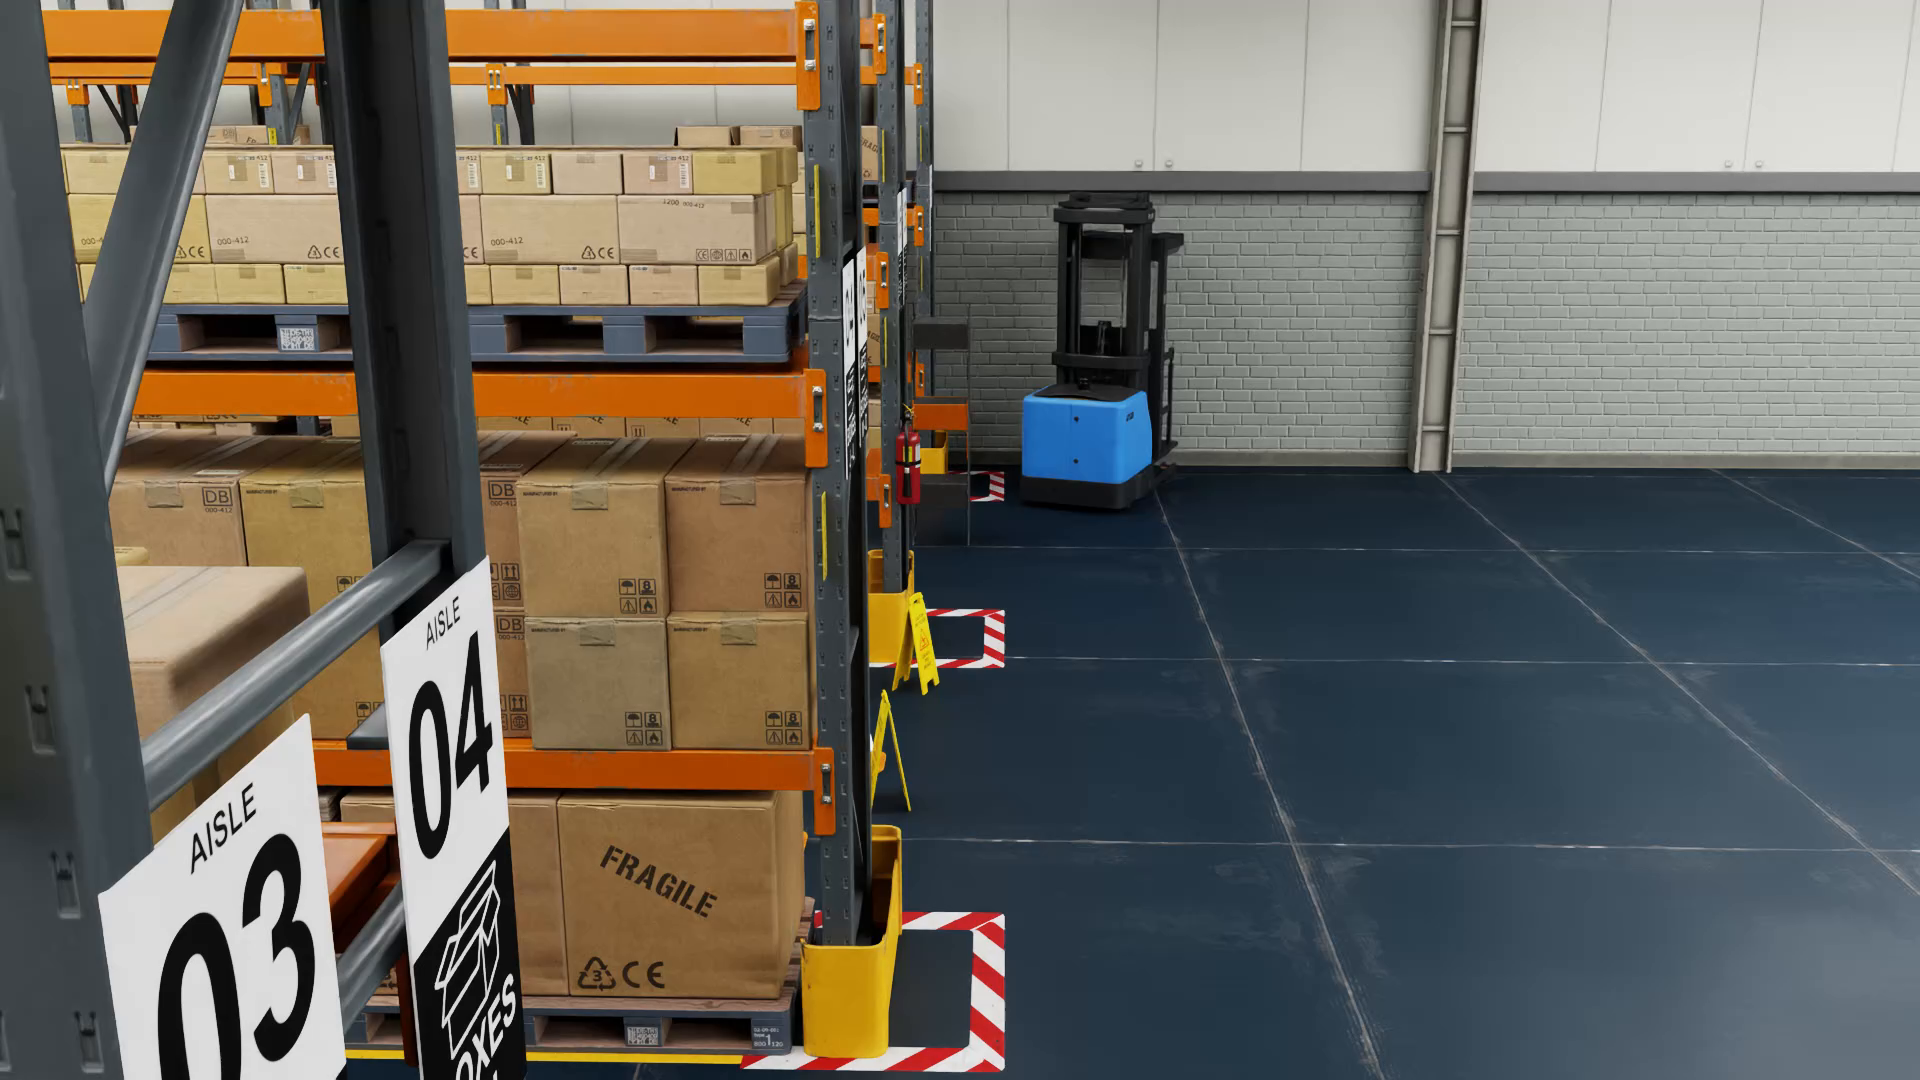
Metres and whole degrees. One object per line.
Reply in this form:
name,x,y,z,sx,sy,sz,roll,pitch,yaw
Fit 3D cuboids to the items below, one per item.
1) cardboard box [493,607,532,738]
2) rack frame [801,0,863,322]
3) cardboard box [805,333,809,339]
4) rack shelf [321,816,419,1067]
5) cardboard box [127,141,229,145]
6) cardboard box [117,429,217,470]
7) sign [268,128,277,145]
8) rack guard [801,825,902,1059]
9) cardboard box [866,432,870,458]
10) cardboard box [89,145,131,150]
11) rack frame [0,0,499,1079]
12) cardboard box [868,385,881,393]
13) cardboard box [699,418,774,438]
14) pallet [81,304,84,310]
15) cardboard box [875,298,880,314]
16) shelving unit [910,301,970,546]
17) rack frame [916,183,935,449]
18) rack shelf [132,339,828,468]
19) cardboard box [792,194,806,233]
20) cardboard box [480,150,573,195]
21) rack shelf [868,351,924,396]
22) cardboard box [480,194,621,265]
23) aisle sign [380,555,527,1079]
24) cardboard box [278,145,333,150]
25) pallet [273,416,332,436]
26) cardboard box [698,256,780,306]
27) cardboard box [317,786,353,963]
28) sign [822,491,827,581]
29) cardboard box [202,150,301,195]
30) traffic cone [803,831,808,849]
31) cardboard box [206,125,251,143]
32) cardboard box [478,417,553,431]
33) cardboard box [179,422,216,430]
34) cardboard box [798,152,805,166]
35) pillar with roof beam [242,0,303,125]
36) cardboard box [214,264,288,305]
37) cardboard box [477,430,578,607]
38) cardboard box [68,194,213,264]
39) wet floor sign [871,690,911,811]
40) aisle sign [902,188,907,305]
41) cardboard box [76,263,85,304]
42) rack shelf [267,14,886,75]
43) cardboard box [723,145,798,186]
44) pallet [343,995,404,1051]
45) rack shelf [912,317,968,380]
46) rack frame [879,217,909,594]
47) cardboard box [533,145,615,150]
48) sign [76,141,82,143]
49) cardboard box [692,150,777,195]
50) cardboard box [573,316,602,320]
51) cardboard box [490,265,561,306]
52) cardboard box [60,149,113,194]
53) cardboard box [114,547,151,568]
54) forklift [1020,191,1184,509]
cardboard box,-1.963,0.423,7.062,0.550,0.550,0.875,0,15,1
rack frame,-0.484,-2.380,6.222,0.127,3.000,1.000,0,15,1
cardboard box,-0.975,-1.366,11.398,0.500,0.500,0.700,0,15,0
rack shelf,-2.711,0.669,1.954,4.000,0.370,1.077,0,15,1
cardboard box,-5.530,-2.698,11.797,0.500,0.250,0.500,0,15,0
cardboard box,-3.562,-0.115,6.986,0.550,0.550,0.875,0,15,1
sign,-4.468,-2.518,10.838,0.005,0.325,0.100,0,15,1
rack guard,-0.460,1.729,7.306,0.348,0.500,1.175,0,15,1
cardboard box,-0.793,-0.676,12.015,0.250,0.149,0.380,0,15,2
cardboard box,-3.356,-1.545,6.847,0.250,0.149,0.380,1,15,2
rack frame,-0.712,-1.116,1.431,0.127,3.000,1.000,0,15,1
cardboard box,-0.812,-1.417,16.937,0.500,0.250,0.500,0,15,1
cardboard box,-1.509,-0.873,11.488,0.500,0.500,0.500,0,15,2
pallet,-3.665,-0.905,6.685,1.213,0.211,1.003,0,15,1
cardboard box,-0.690,-2.301,16.215,0.250,0.149,0.380,1,15,2
shelving unit,-0.165,-1.016,14.576,0.503,2.100,0.431,0,15,1
rack frame,-0.336,-2.009,16.573,0.127,3.000,1.000,0,15,1
rack shelf,-2.484,-0.595,6.746,4.000,0.370,1.077,0,15,1
cardboard box,-0.977,-2.199,11.126,0.500,0.250,0.500,0,15,1
cardboard box,-1.594,-1.366,6.168,0.250,0.149,0.380,1,15,2
rack shelf,-2.335,-1.674,16.714,4.000,0.370,1.077,0,15,1
cardboard box,-1.481,-1.188,6.275,0.500,0.250,0.500,0,15,2
aisle sign,-0.642,0.452,2.153,0.004,0.787,0.394,0,15,1
cardboard box,-2.591,-1.541,6.830,0.250,0.149,0.380,1,15,2
pallet,-5.218,-0.718,12.058,1.213,0.211,1.003,0,15,1
cardboard box,-0.825,-0.976,6.251,0.250,0.149,0.380,0,15,1
cardboard box,-2.955,1.345,7.202,0.875,0.875,0.875,0,15,2
sign,-0.512,-0.016,6.286,0.005,0.325,0.100,0,15,1
cardboard box,-2.607,-1.373,6.193,0.250,0.149,0.380,0,15,1
traffic cone,-0.979,1.381,8.697,0.334,0.463,0.336,0,15,1
cardboard box,-7.108,-3.766,16.139,0.500,0.500,0.700,0,15,0
cardboard box,-3.021,-0.883,11.528,0.500,0.500,0.500,0,15,1
cardboard box,-5.242,-0.789,11.622,0.250,0.149,0.380,0,15,0
cardboard box,-1.426,-3.575,15.874,0.258,0.266,0.396,0,15,2
pillar with roof beam,-7.117,-4.085,12.683,0.400,9.000,9.100,0,15,1
cardboard box,-2.607,-0.987,6.294,0.250,0.149,0.380,1,15,2
cardboard box,-1.963,-0.105,6.947,0.550,0.550,0.875,0,15,1
cardboard box,-2.993,-1.198,6.313,0.500,0.250,0.500,0,15,1
wet floor sign,-0.405,1.154,9.201,0.232,0.644,0.267,-2,15,-8
aisle sign,-0.389,-2.078,11.741,0.004,0.787,0.394,0,15,1
cardboard box,-3.369,-0.992,6.313,0.250,0.149,0.380,0,15,1
rack shelf,-2.458,-3.307,11.151,4.000,0.370,1.077,0,15,1
cardboard box,-0.810,-1.529,6.785,0.250,0.149,0.380,1,15,2
pallet,-2.502,1.875,7.320,1.213,0.211,1.003,0,15,1
rack shelf,-0.165,-1.680,14.401,0.480,0.518,0.431,0,15,1
rack frame,-0.459,-0.743,11.775,0.127,3.000,1.000,0,15,1
cardboard box,-1.569,-1.534,6.805,0.250,0.149,0.380,1,15,2
sign,-8.349,-3.623,15.797,0.005,0.325,0.100,0,15,1
cardboard box,-0.830,-1.361,6.149,0.250,0.149,0.380,1,15,2
cardboard box,-2.489,-1.387,11.478,0.500,0.500,0.700,0,15,1
cardboard box,-1.587,-0.981,6.271,0.250,0.149,0.380,1,15,2
cardboard box,-3.366,-1.378,6.212,0.250,0.149,0.380,0,15,1
cardboard box,-1.238,0.127,2.112,0.250,0.149,0.380,1,15,3
forklift,1.597,-2.042,16.834,1.130,2.935,3.031,6,16,21
